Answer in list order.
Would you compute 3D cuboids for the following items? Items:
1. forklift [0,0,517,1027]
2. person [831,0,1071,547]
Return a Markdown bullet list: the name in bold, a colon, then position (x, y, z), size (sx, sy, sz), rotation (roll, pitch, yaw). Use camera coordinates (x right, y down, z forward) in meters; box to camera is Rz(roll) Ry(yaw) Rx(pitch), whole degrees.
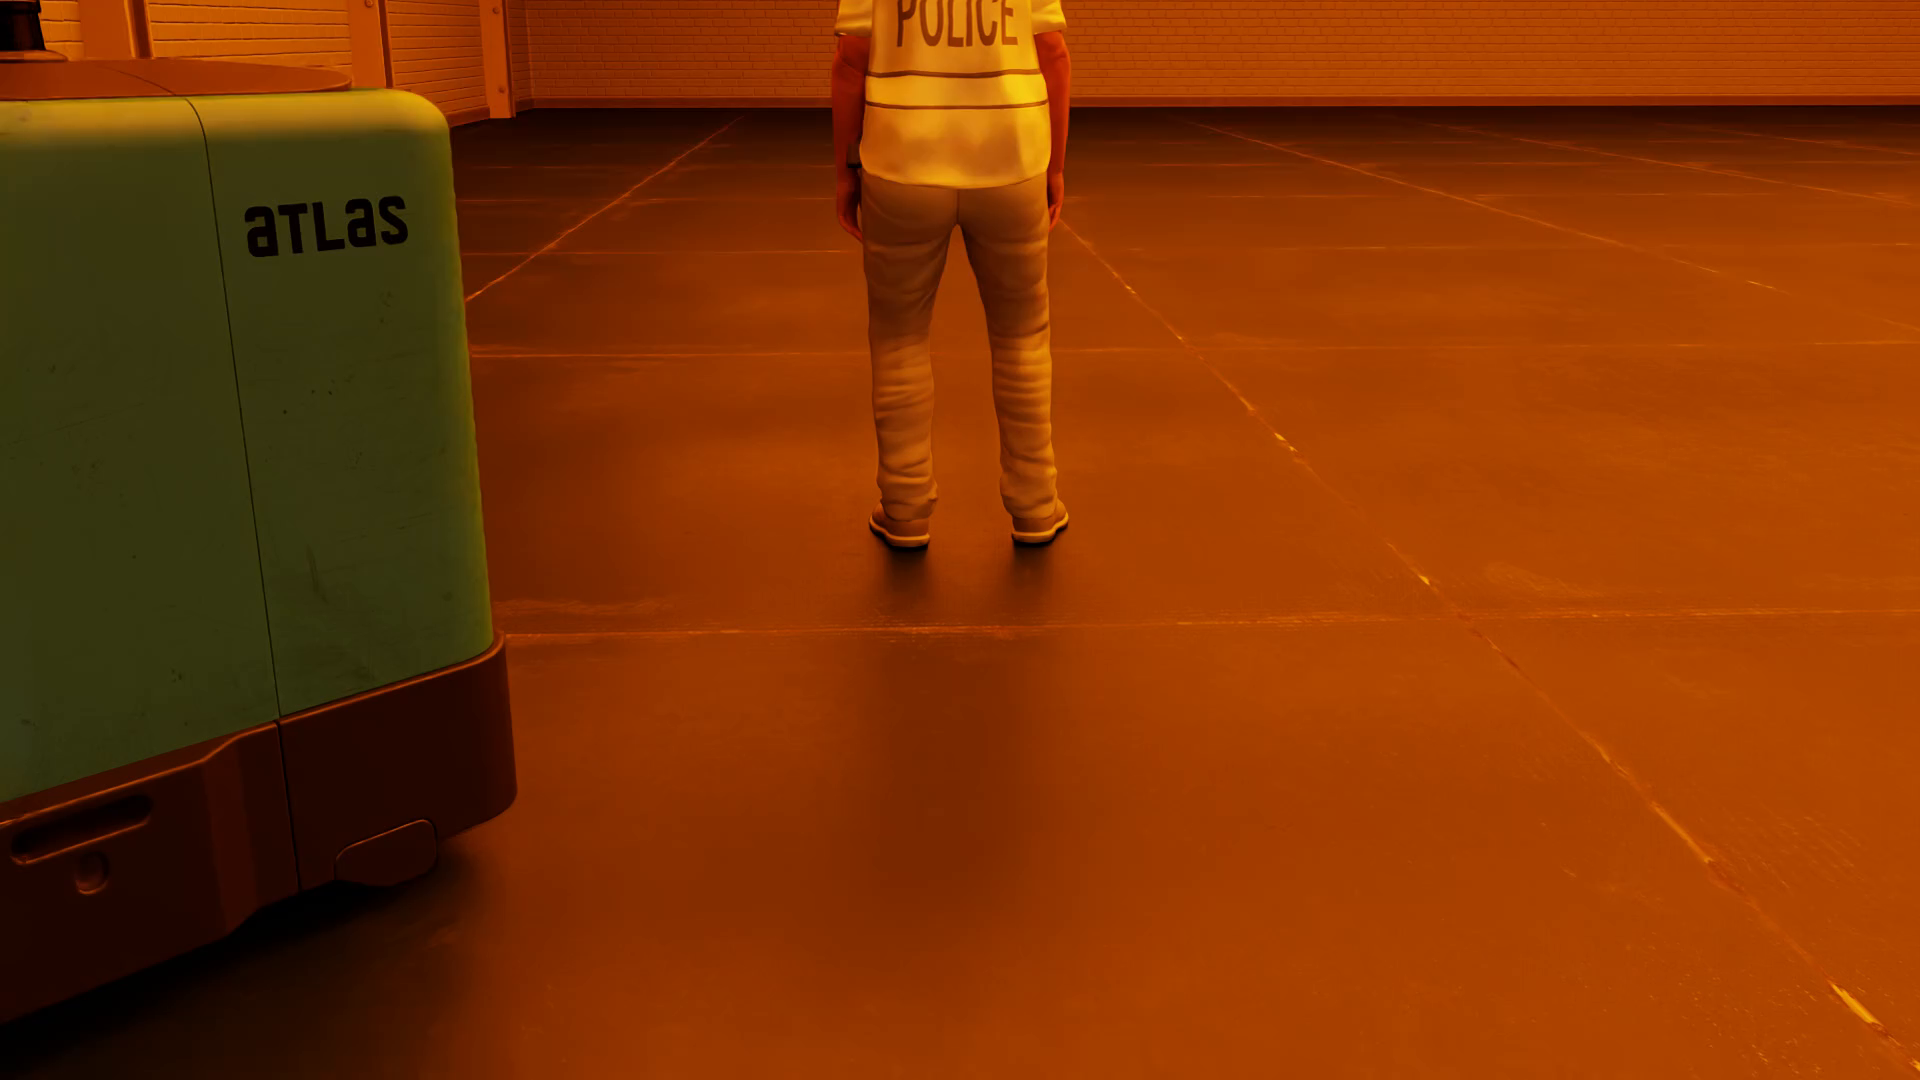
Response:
- **forklift**: position (-2.009, -0.728, 1.288), size (1.130, 2.935, 3.031), rotation (15, 22, 40)
- **person**: position (-0.006, -0.808, 3.719), size (0.560, 1.665, 0.467), rotation (-2, 17, -6)
